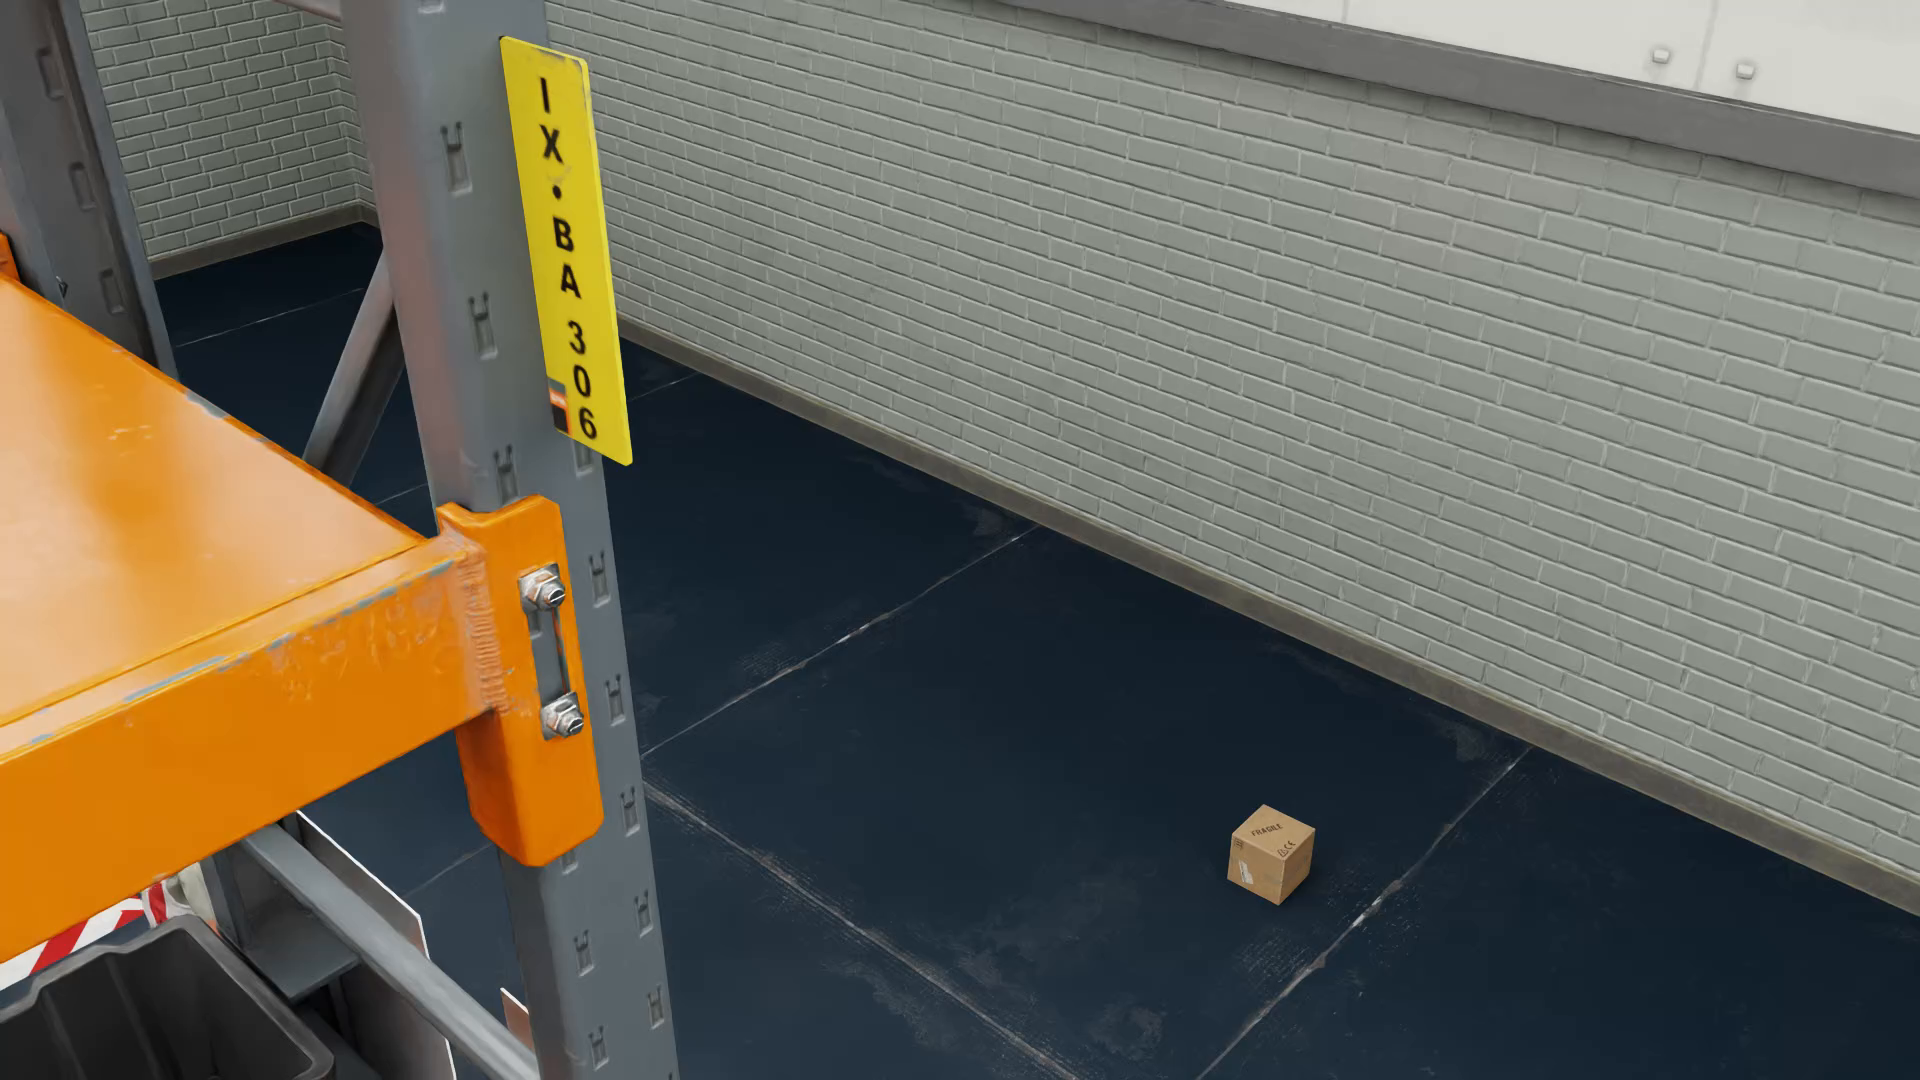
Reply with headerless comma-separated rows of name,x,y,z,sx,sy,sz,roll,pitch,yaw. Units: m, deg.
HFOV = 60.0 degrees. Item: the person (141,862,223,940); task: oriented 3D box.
person,-2.385,1.323,5.368,0.555,1.778,0.558,-15,34,-23
